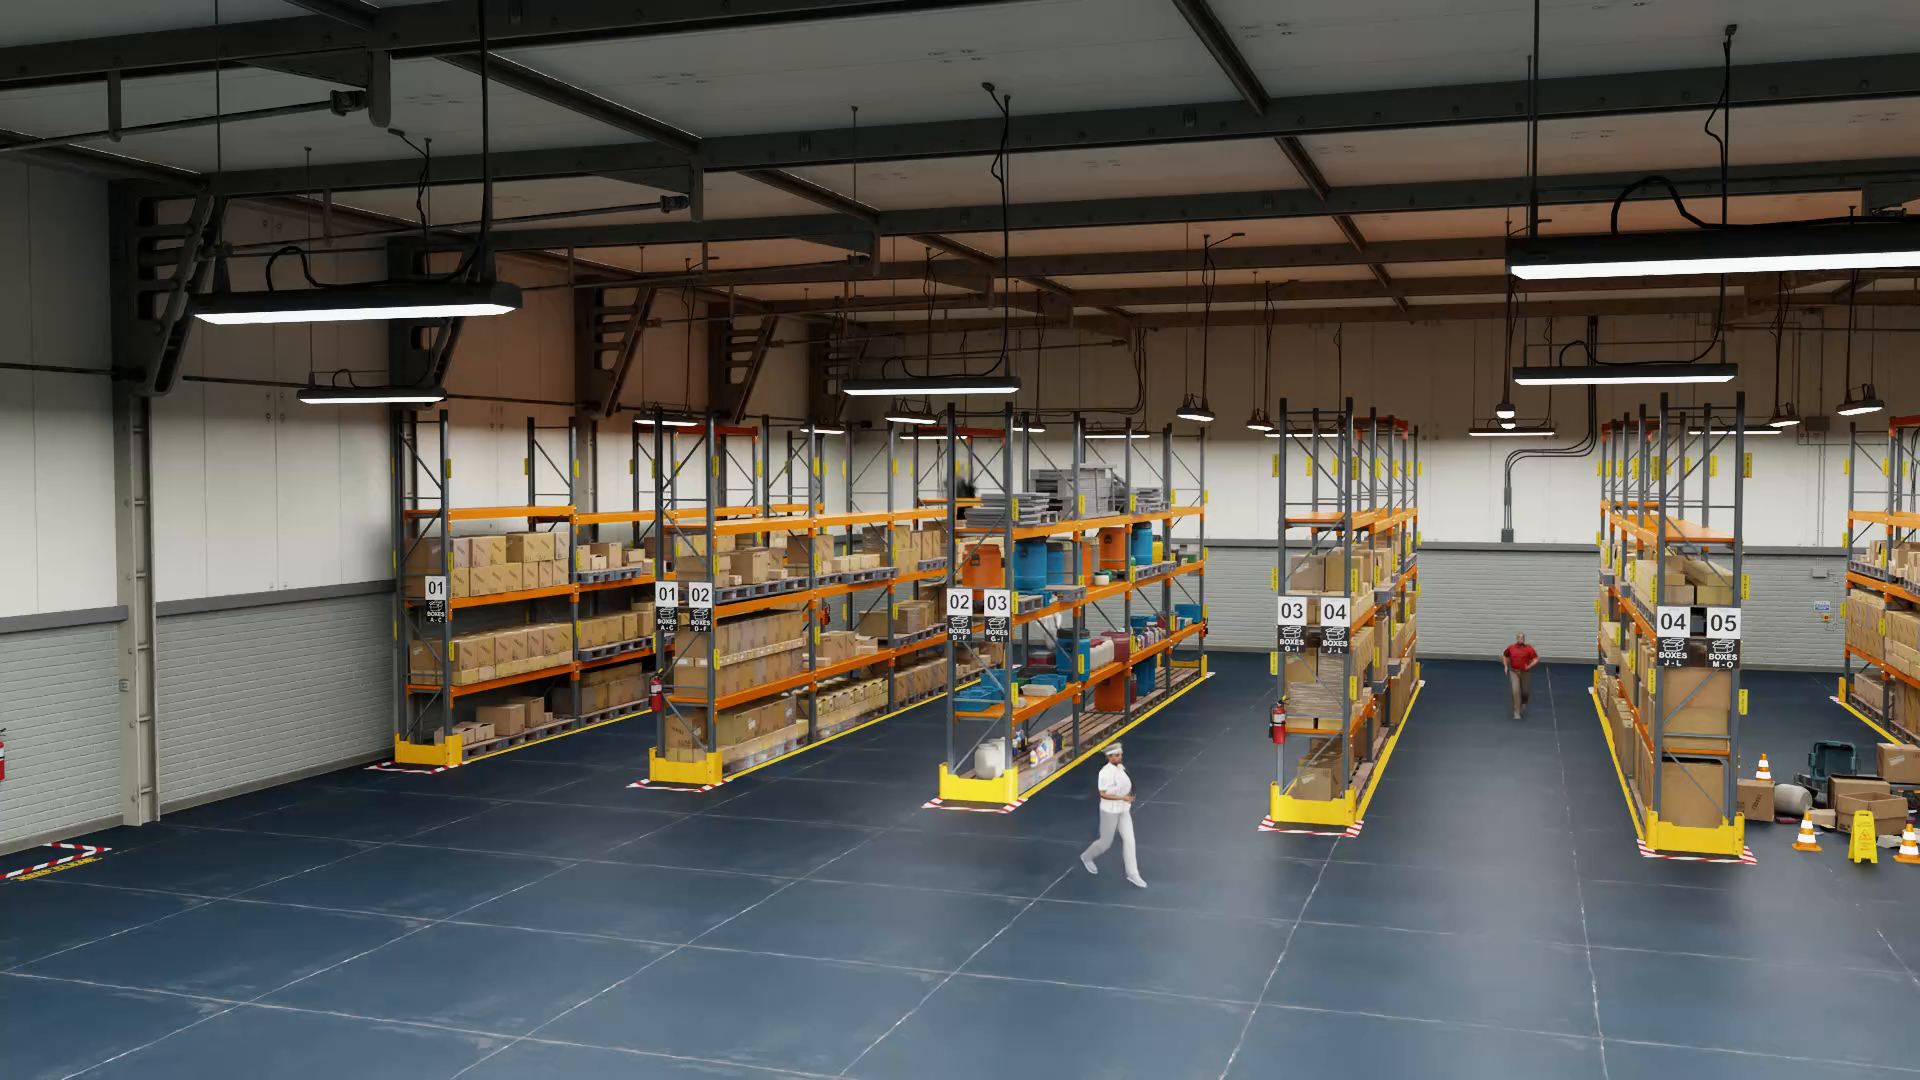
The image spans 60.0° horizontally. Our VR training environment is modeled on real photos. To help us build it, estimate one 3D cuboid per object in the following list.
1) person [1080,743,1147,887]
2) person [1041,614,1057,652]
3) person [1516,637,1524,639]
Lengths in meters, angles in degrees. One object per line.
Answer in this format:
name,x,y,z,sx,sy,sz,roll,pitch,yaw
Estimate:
person,1.859,3.275,20.046,0.577,1.693,0.941,-2,3,-45
person,2.160,2.177,40.308,0.498,1.500,0.495,0,2,7
person,11.228,1.957,33.303,0.159,0.052,0.149,1,3,19
